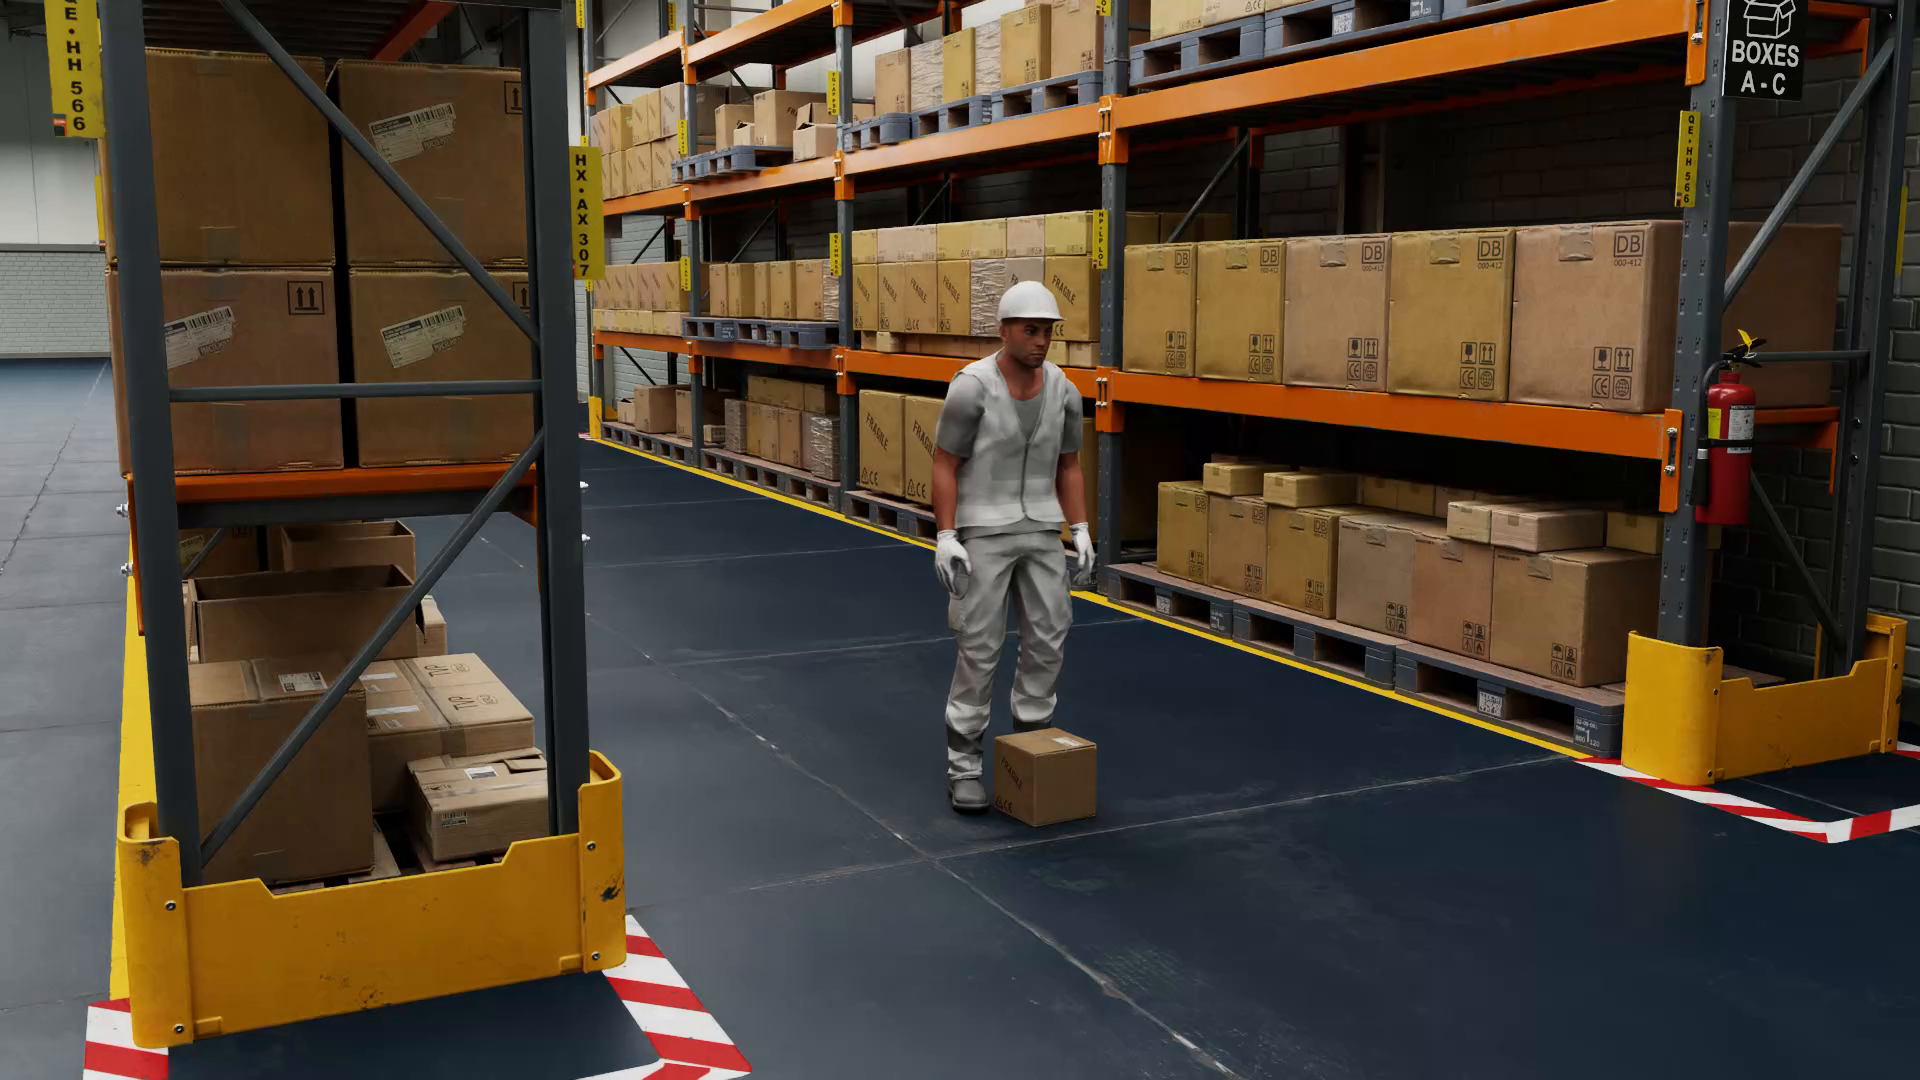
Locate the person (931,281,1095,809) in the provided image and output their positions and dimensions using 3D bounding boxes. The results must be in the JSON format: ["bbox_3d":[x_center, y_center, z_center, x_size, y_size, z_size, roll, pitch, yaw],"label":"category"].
[{"bbox_3d":[0.184,0.012,5.701,0.610,1.780,0.448,-4,9,-26],"label":"person"}]
